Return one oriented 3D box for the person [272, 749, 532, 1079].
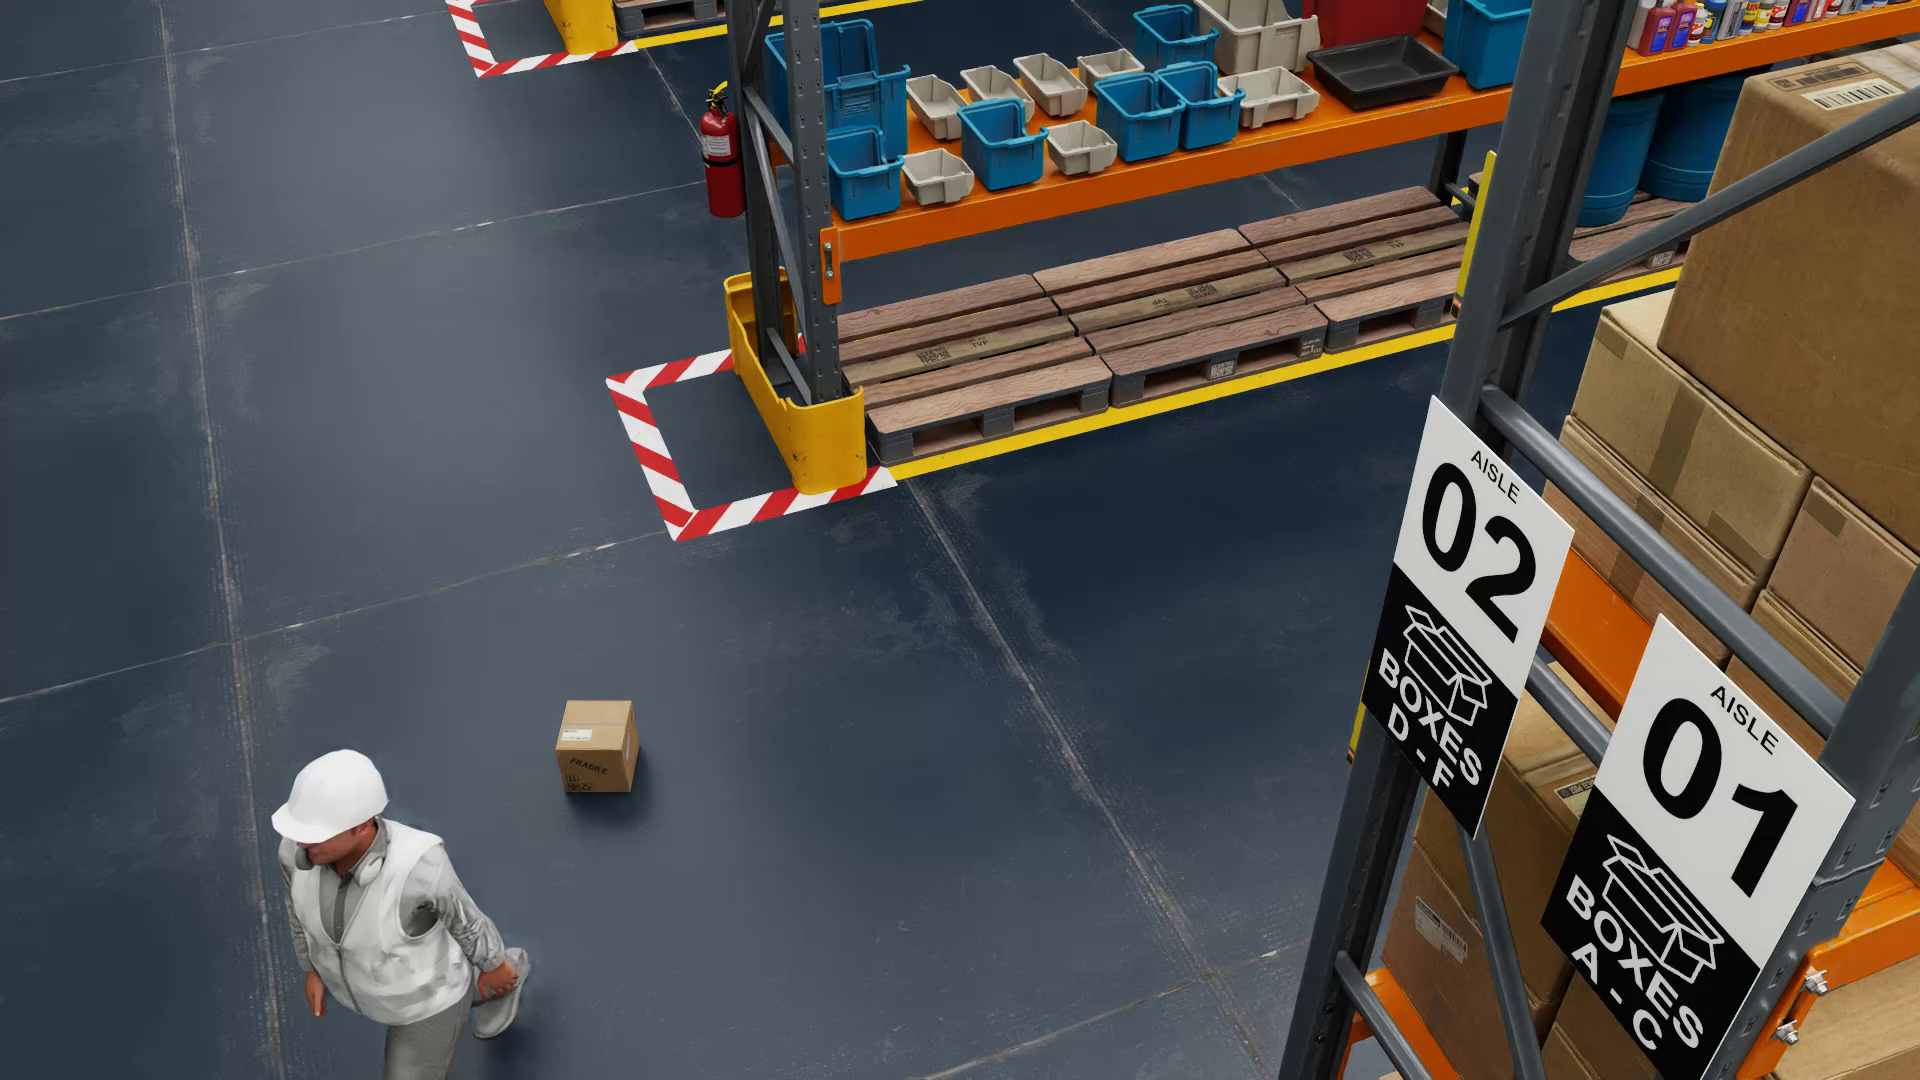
[{"bbox_3d":[-1.611,1.211,4.776,0.552,1.727,1.026,16,44,17],"label":"person"}]
